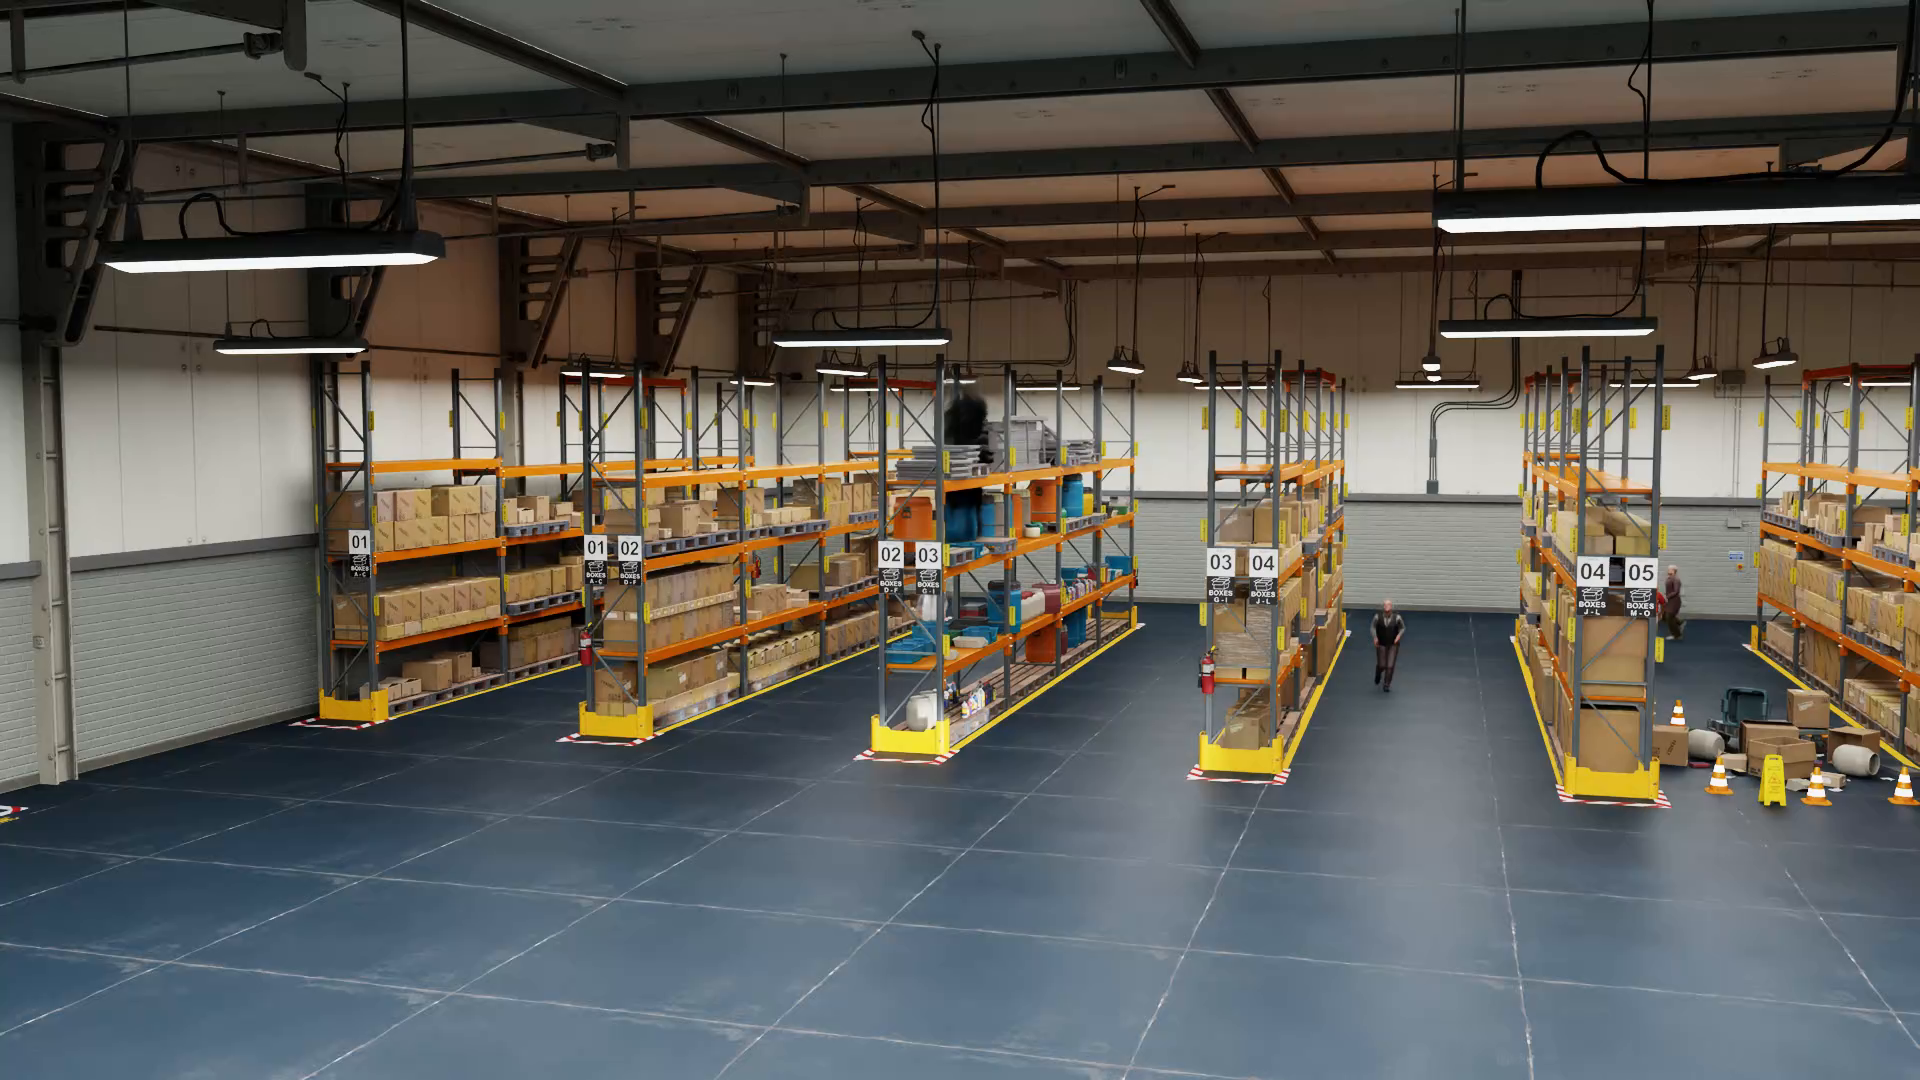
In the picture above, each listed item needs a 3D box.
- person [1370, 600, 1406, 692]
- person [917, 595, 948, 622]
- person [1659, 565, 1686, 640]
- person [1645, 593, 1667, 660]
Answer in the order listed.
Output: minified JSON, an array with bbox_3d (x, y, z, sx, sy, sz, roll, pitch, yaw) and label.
[{"bbox_3d":[7.946,1.963,30.873,0.656,1.696,0.627,1,4,14],"label":"person"},{"bbox_3d":[-0.570,1.663,34.393,0.648,1.763,0.934,0,4,6],"label":"person"},{"bbox_3d":[16.289,1.428,38.021,0.669,1.727,0.699,1,4,10],"label":"person"},{"bbox_3d":[14.459,1.677,34.945,0.667,1.676,0.598,0,4,2],"label":"person"}]
